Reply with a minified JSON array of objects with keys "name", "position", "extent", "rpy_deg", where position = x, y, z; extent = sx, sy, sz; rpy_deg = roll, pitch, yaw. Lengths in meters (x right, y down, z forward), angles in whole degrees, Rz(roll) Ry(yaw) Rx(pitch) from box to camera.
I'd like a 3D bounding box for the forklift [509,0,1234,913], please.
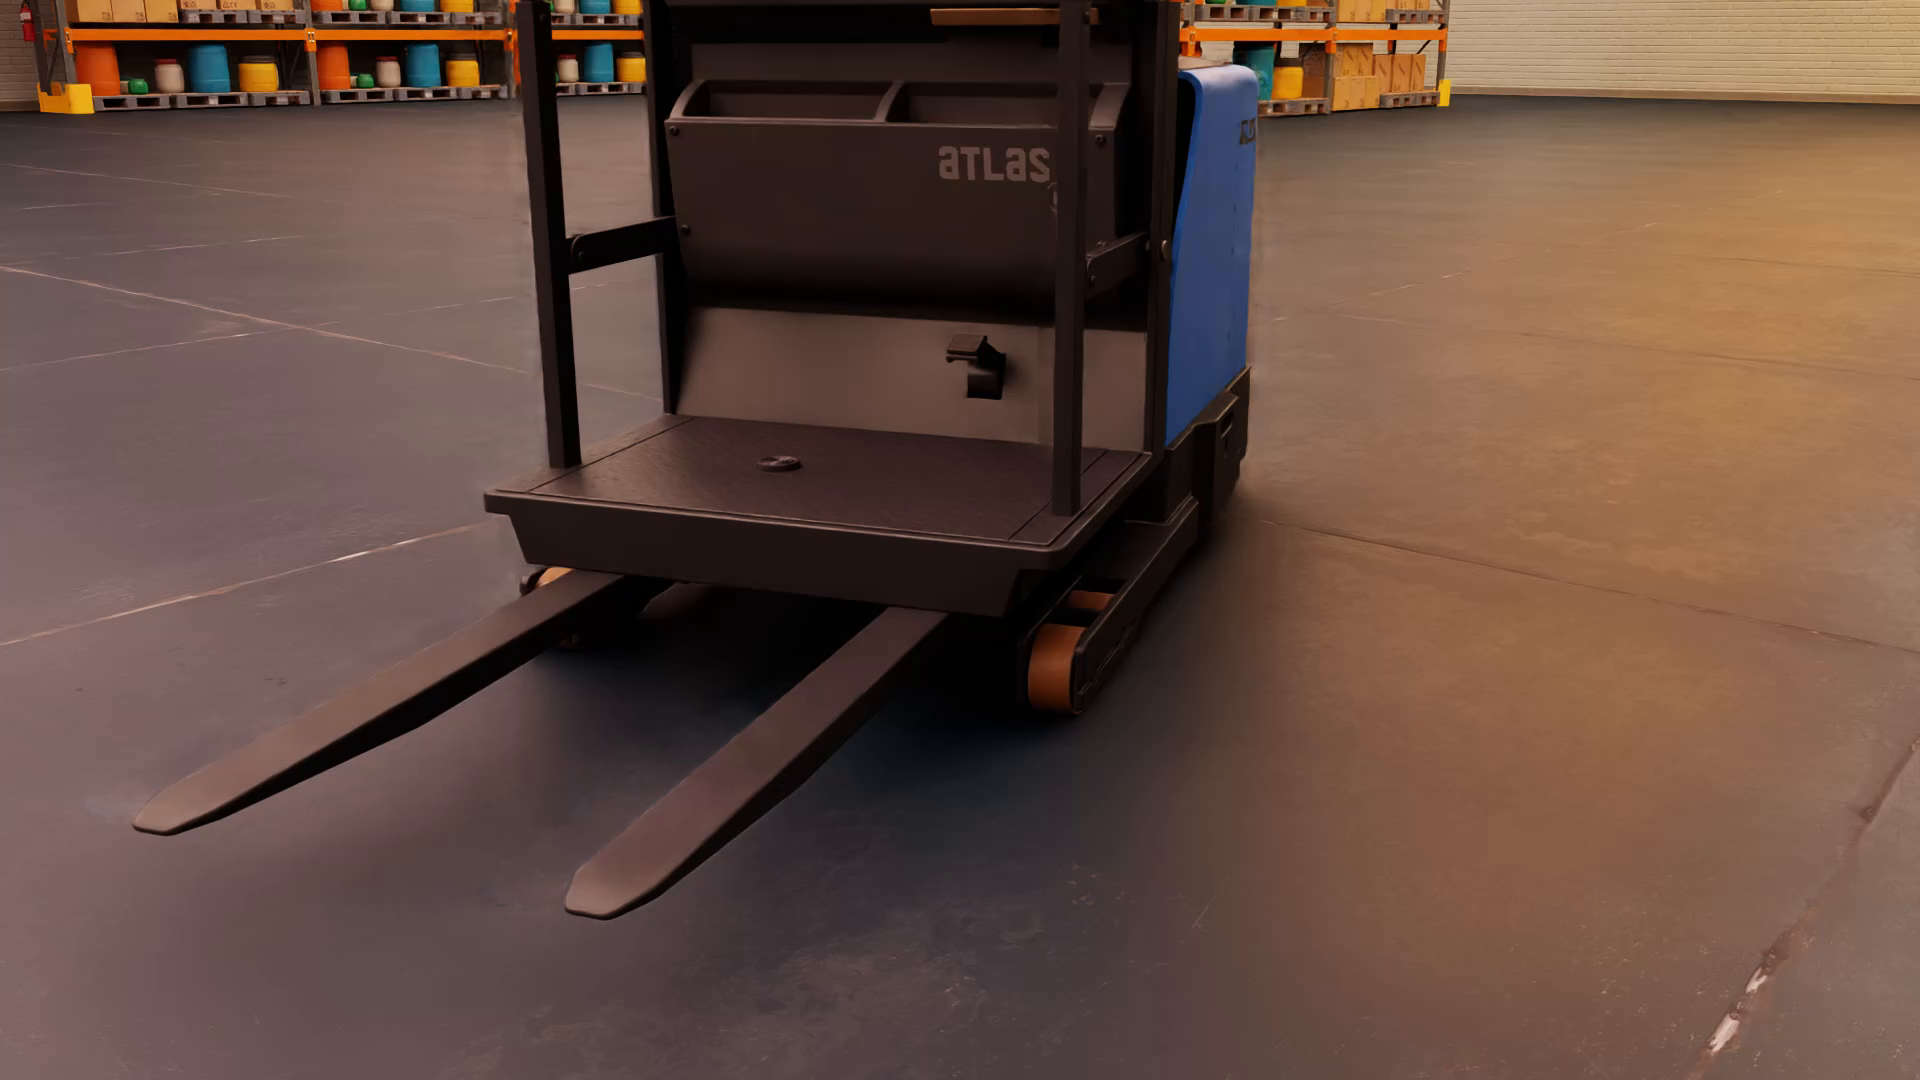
[{"name":"forklift","position":[-0.043,-1.229,2.946],"extent":[1.130,2.935,3.031],"rpy_deg":[2,17,5]}]
